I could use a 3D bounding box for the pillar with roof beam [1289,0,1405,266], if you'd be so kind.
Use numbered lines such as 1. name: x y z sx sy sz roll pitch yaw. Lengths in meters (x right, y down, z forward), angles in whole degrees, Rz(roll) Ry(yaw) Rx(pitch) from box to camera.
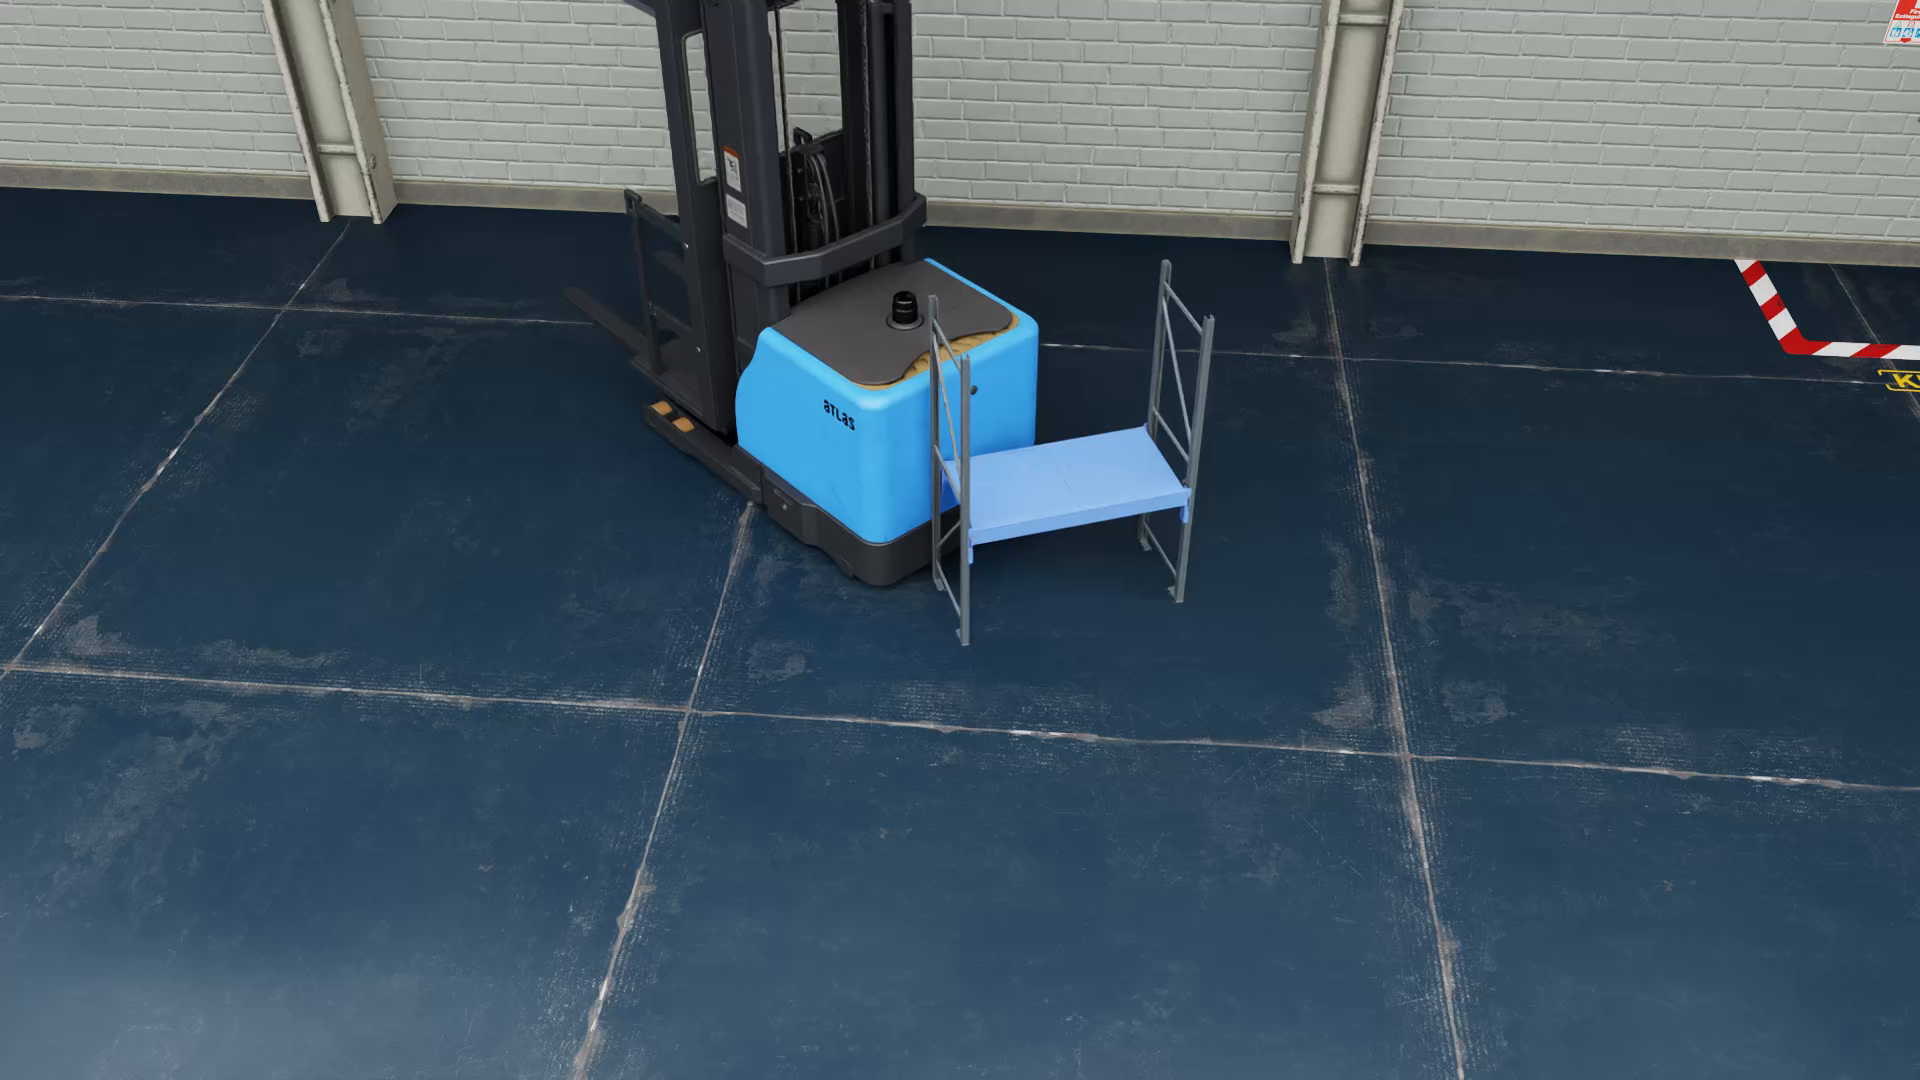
1. pillar with roof beam: 1.830 -2.528 3.897 0.400 9.000 9.100 3 39 4

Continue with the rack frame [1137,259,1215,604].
1. rack frame: 0.931 -0.445 7.280 0.032 1.500 0.500 -11 40 -13

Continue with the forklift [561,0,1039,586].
1. forklift: -0.979 -1.781 7.787 1.130 2.935 3.031 -29 47 -31

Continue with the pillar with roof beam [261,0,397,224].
1. pillar with roof beam: -4.148 -2.854 4.299 0.400 9.000 9.100 3 39 4

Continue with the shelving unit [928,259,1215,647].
1. shelving unit: 0.443 -0.354 7.168 1.048 1.500 0.538 -11 40 -13

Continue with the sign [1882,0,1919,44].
1. sign: 5.178 -2.849 9.016 0.234 0.329 0.001 3 39 4

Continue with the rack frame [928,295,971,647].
1. rack frame: -0.044 -0.264 7.056 0.032 1.500 0.500 -11 40 -13

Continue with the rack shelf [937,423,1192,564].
1. rack shelf: 0.443 -0.215 7.281 1.000 0.185 0.538 -11 40 -13
